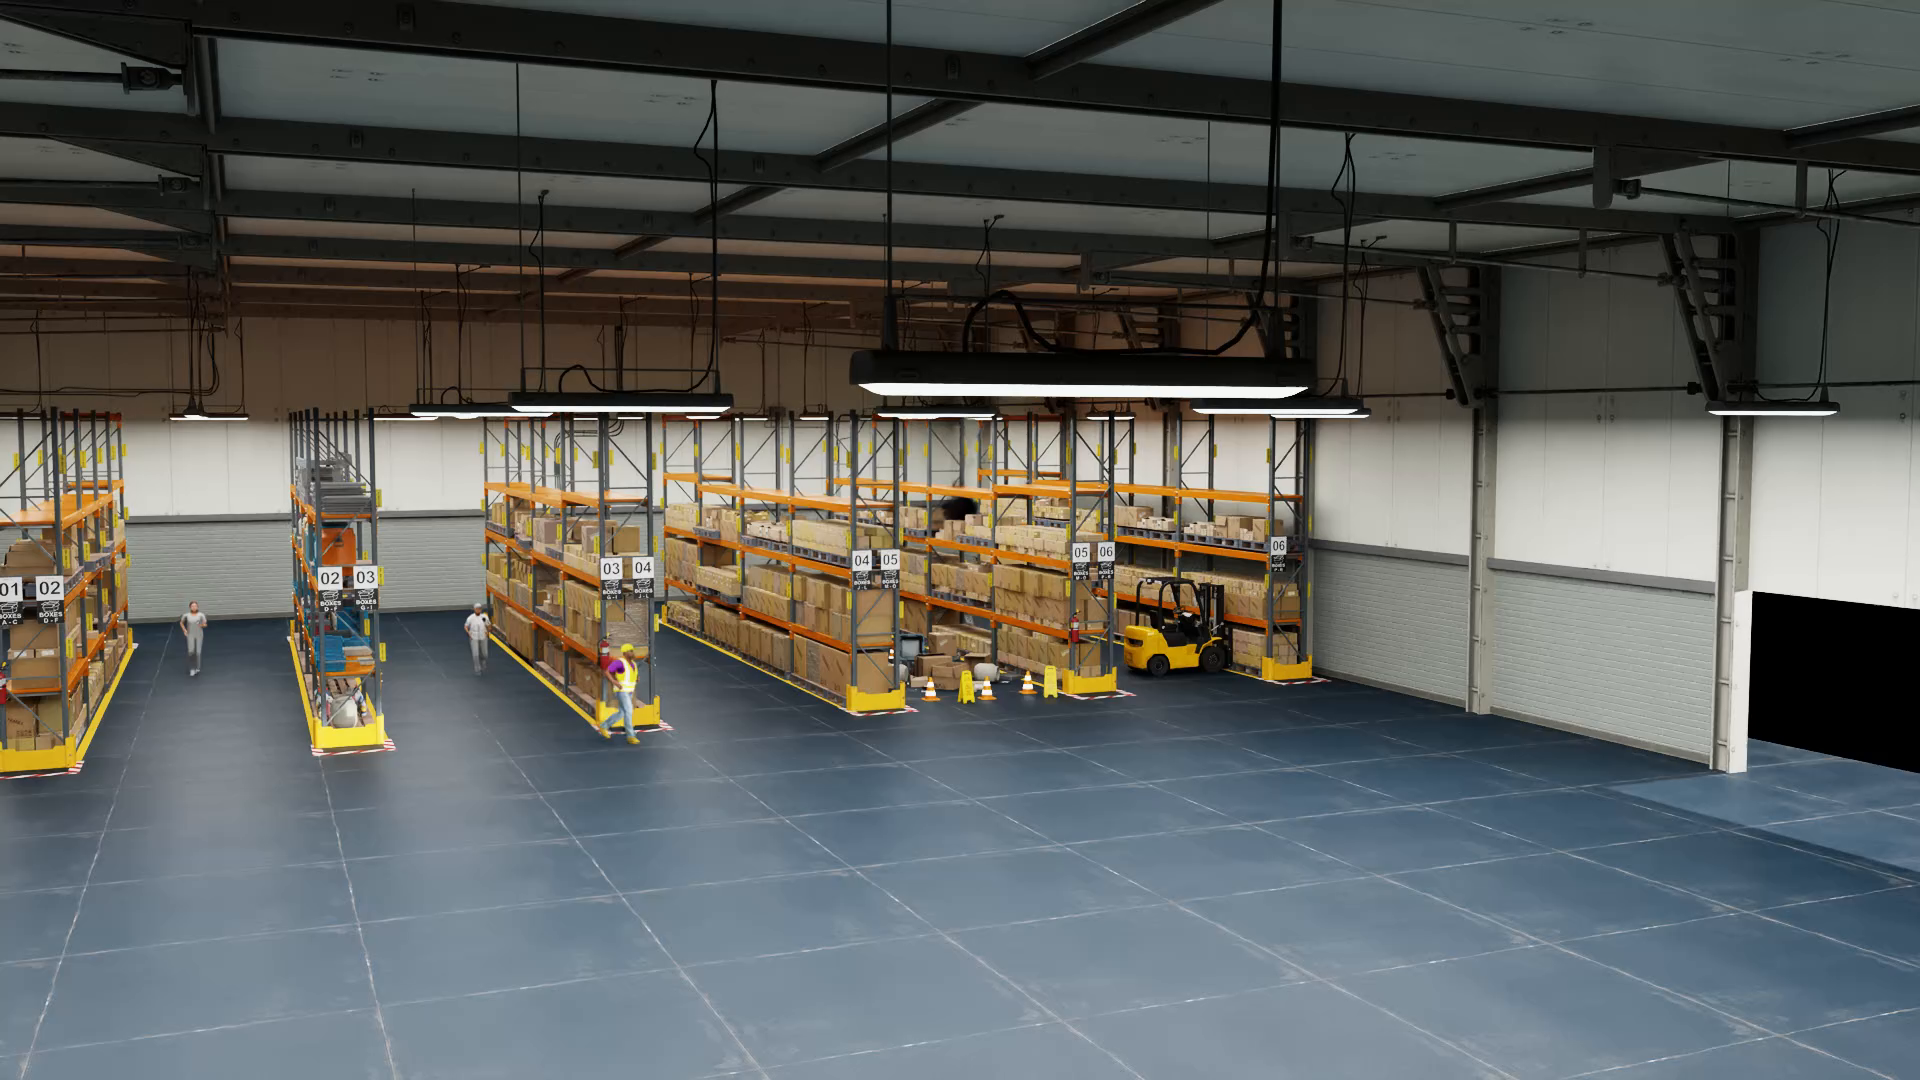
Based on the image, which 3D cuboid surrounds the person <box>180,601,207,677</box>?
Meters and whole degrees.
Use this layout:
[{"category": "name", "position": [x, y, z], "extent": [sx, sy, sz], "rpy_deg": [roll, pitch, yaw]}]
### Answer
[{"category": "person", "position": [-17.401, 2.246, 37.801], "extent": [0.545, 1.711, 0.682], "rpy_deg": [-2, 5, -30]}]

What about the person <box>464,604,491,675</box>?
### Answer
[{"category": "person", "position": [-10.998, 2.256, 37.957], "extent": [0.608, 1.617, 0.566], "rpy_deg": [-2, 4, -21]}]

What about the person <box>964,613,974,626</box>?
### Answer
[{"category": "person", "position": [0.185, 1.669, 45.426], "extent": [0.673, 1.738, 0.551], "rpy_deg": [-2, 4, -23]}]

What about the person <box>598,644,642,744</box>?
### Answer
[{"category": "person", "position": [-6.059, 2.754, 30.027], "extent": [0.919, 1.771, 0.725], "rpy_deg": [1, 4, 18]}]
